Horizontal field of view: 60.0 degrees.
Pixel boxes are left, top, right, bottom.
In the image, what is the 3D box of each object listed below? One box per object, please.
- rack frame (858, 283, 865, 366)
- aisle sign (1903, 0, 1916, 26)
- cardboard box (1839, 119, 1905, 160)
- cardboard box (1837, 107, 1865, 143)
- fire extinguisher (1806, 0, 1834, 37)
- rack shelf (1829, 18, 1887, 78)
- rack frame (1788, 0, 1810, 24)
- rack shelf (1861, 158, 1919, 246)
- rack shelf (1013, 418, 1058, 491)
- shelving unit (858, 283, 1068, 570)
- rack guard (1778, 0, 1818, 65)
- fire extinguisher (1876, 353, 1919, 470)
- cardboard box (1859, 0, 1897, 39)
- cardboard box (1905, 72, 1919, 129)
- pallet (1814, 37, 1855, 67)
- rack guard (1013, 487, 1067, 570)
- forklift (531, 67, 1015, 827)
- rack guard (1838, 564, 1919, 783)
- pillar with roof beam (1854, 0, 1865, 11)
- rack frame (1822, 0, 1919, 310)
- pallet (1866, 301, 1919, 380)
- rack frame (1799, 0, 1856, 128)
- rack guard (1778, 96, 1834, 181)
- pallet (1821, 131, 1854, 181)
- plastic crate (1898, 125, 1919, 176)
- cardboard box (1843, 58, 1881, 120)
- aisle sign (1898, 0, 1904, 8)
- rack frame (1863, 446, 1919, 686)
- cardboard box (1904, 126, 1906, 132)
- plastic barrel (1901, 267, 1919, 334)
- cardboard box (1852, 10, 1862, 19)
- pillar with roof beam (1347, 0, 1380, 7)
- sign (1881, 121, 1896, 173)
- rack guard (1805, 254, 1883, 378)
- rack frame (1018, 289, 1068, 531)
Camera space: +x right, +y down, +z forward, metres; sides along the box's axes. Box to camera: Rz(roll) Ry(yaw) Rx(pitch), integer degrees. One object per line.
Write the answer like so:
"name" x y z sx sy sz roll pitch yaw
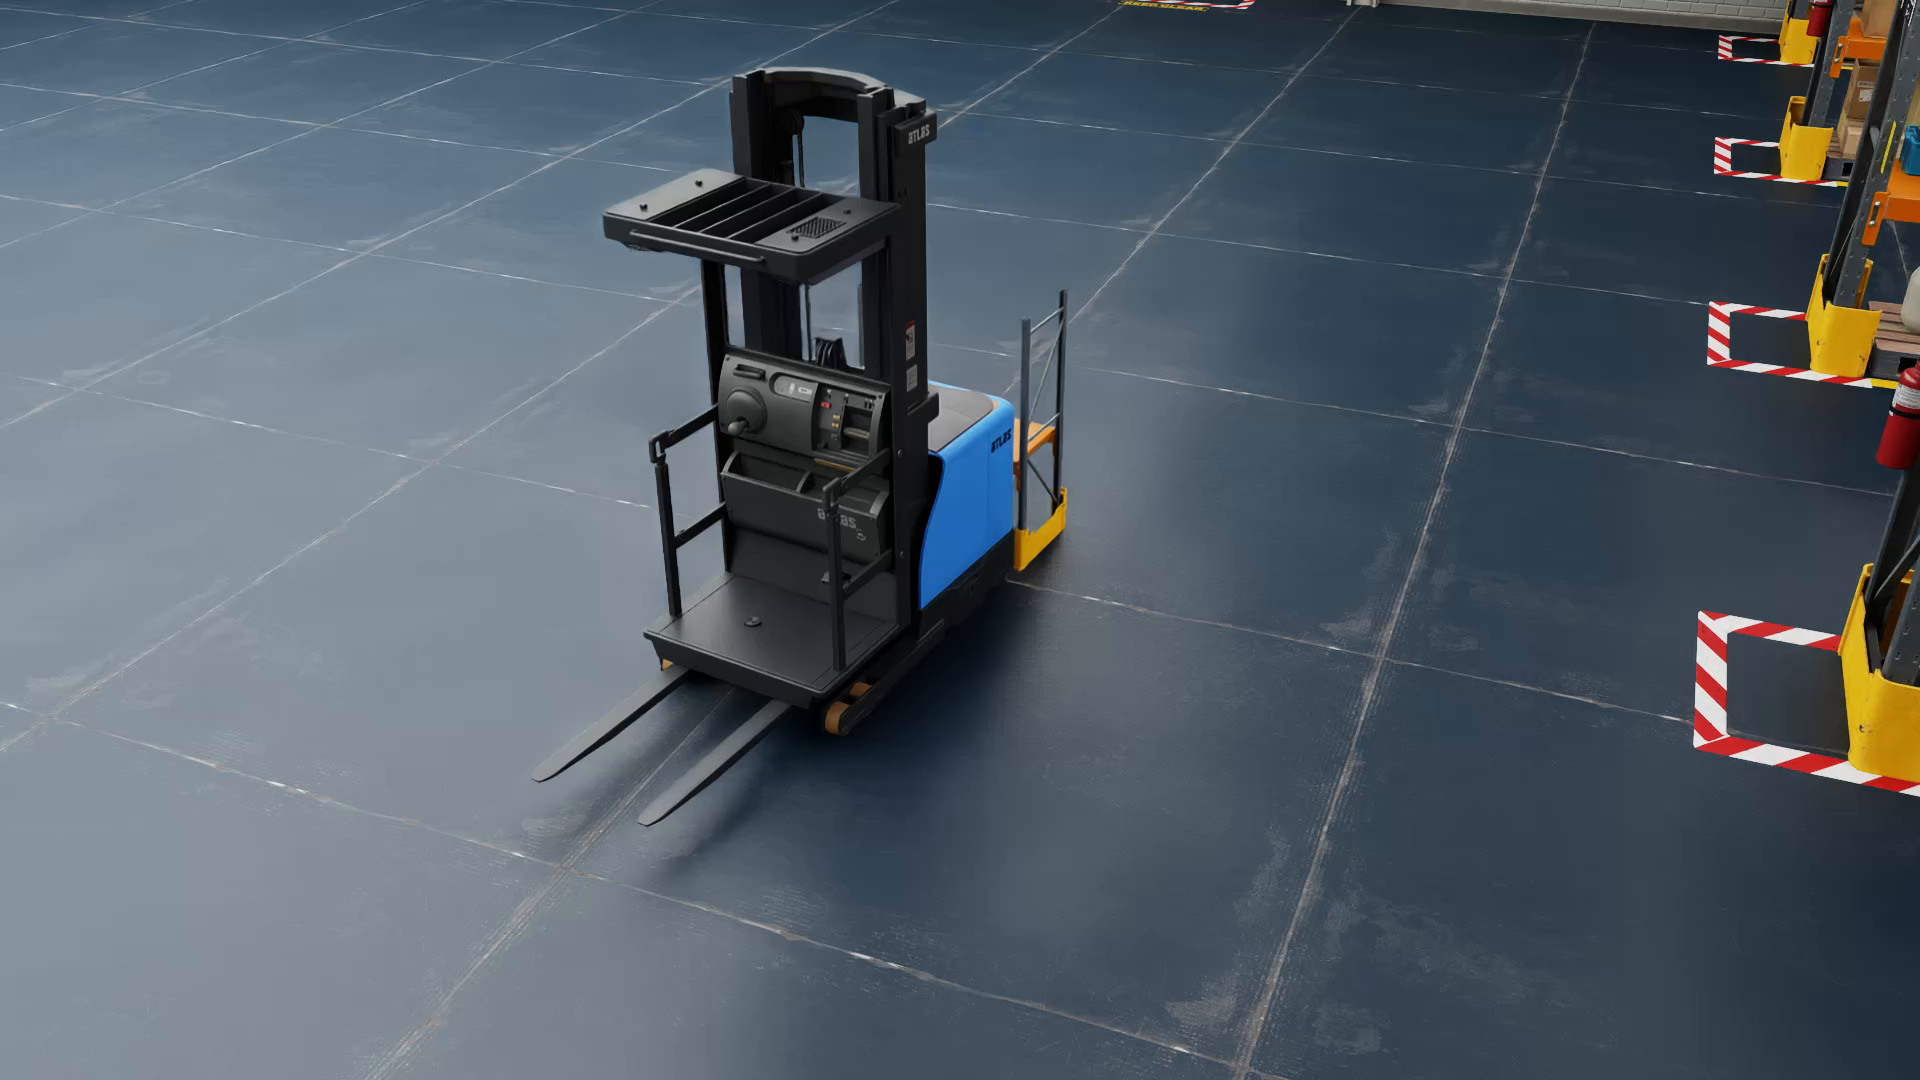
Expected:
"rack frame" -0.433 -0.857 9.743 0.032 1.500 0.500 15 33 25
"aisle sign" 6.189 -3.744 10.684 0.004 0.787 0.394 11 31 19
"cardboard box" 8.645 -3.776 15.750 0.500 0.250 0.500 11 31 19
"cardboard box" 8.840 -4.012 16.167 0.500 0.250 0.500 11 31 19
"fire extinguisher" 8.297 -5.191 15.964 0.183 0.674 0.296 11 31 19
"rack shelf" 10.085 -4.308 15.054 4.000 0.370 1.077 11 31 19
"rack frame" 10.091 -7.250 19.529 0.127 3.000 1.000 11 31 19
"rack shelf" 8.219 -2.050 11.059 4.000 0.370 1.077 11 31 19
"rack shelf" 0.013 -0.581 9.619 1.000 0.185 0.538 15 33 25
"shelving unit" 0.021 -0.735 9.527 1.083 1.500 0.587 15 33 25
"rack guard" 10.161 -6.148 20.119 0.348 0.500 1.175 11 31 19
"fire extinguisher" 4.571 -0.672 7.969 0.183 0.674 0.296 11 31 19
"cardboard box" 8.660 -4.942 15.344 0.500 0.500 0.700 11 31 19
"cardboard box" 9.109 -4.011 15.403 0.500 0.500 0.500 11 31 19
"pallet" 10.901 -5.856 19.895 1.213 0.211 1.003 11 31 19
"rack guard" 0.458 -0.074 9.626 0.087 0.250 0.587 15 33 25
"forklift" -0.869 -0.582 7.802 1.130 2.935 3.031 16 33 26
"rack guard" 4.574 0.628 8.131 0.348 0.500 1.175 11 31 19
"pillar with roof beam" 9.446 -8.164 15.048 0.400 9.000 9.100 11 31 19
"rack frame" 6.366 -2.733 11.537 0.127 3.000 1.000 11 31 19
"pallet" 7.205 -1.374 11.966 1.213 0.211 1.003 11 31 19
"rack frame" 8.232 -4.991 15.531 0.127 3.000 1.000 11 31 19
"rack guard" 8.210 -3.907 16.154 0.348 0.500 1.175 11 31 19
"pallet" 8.956 -3.654 16.001 1.213 0.211 1.003 11 31 19
"plastic crate" 6.942 -2.712 11.651 0.616 0.251 0.499 11 31 19
"cardboard box" 8.841 -4.339 15.985 0.500 0.500 0.500 11 31 19
"aisle sign" 6.411 -4.013 11.160 0.004 0.787 0.394 11 31 19
"rack frame" 4.504 -0.475 7.541 0.127 3.000 1.000 11 31 19
"cardboard box" 9.110 -3.685 15.589 0.500 0.250 0.500 11 31 19
"plastic barrel" 7.005 -1.746 11.892 0.421 0.512 0.421 0 29 0
"cardboard box" 10.698 -6.102 19.783 0.500 0.311 0.500 8 30 13
"pillar with roof beam" 3.886 -9.274 17.012 0.400 9.000 9.100 11 31 19
"sign" 6.155 -2.603 11.026 0.005 0.325 0.100 11 31 19
"rack guard" 6.454 -1.652 12.165 0.348 0.500 1.175 11 31 19
"rack frame" 0.459 -0.618 9.318 0.032 1.500 0.500 15 33 25
